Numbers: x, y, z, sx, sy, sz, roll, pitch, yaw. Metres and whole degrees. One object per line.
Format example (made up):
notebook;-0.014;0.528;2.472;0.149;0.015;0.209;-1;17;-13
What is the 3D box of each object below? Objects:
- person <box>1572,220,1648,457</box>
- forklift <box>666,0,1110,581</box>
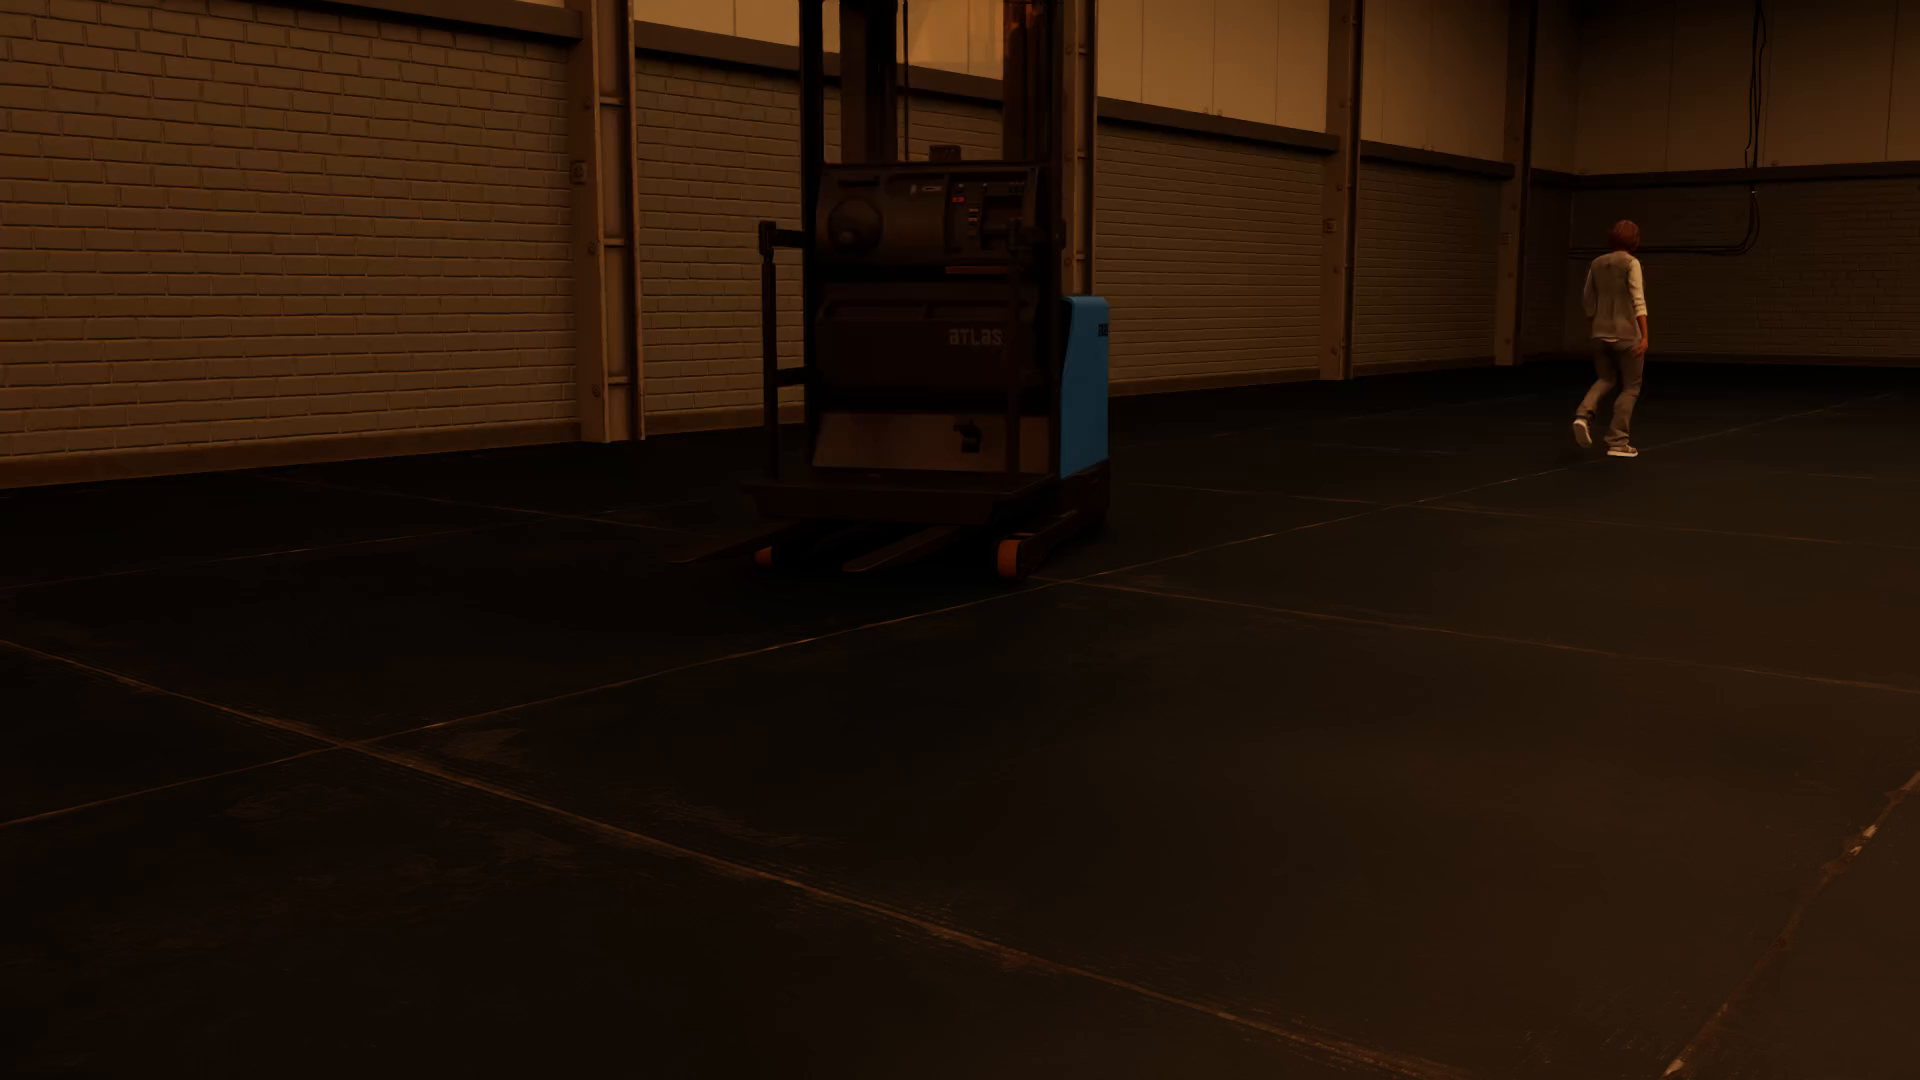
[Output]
person;4.378;-1.341;11.137;0.450;1.578;0.605;-5;10;-33
forklift;-0.198;-1.355;6.545;1.130;2.935;3.031;3;9;17
